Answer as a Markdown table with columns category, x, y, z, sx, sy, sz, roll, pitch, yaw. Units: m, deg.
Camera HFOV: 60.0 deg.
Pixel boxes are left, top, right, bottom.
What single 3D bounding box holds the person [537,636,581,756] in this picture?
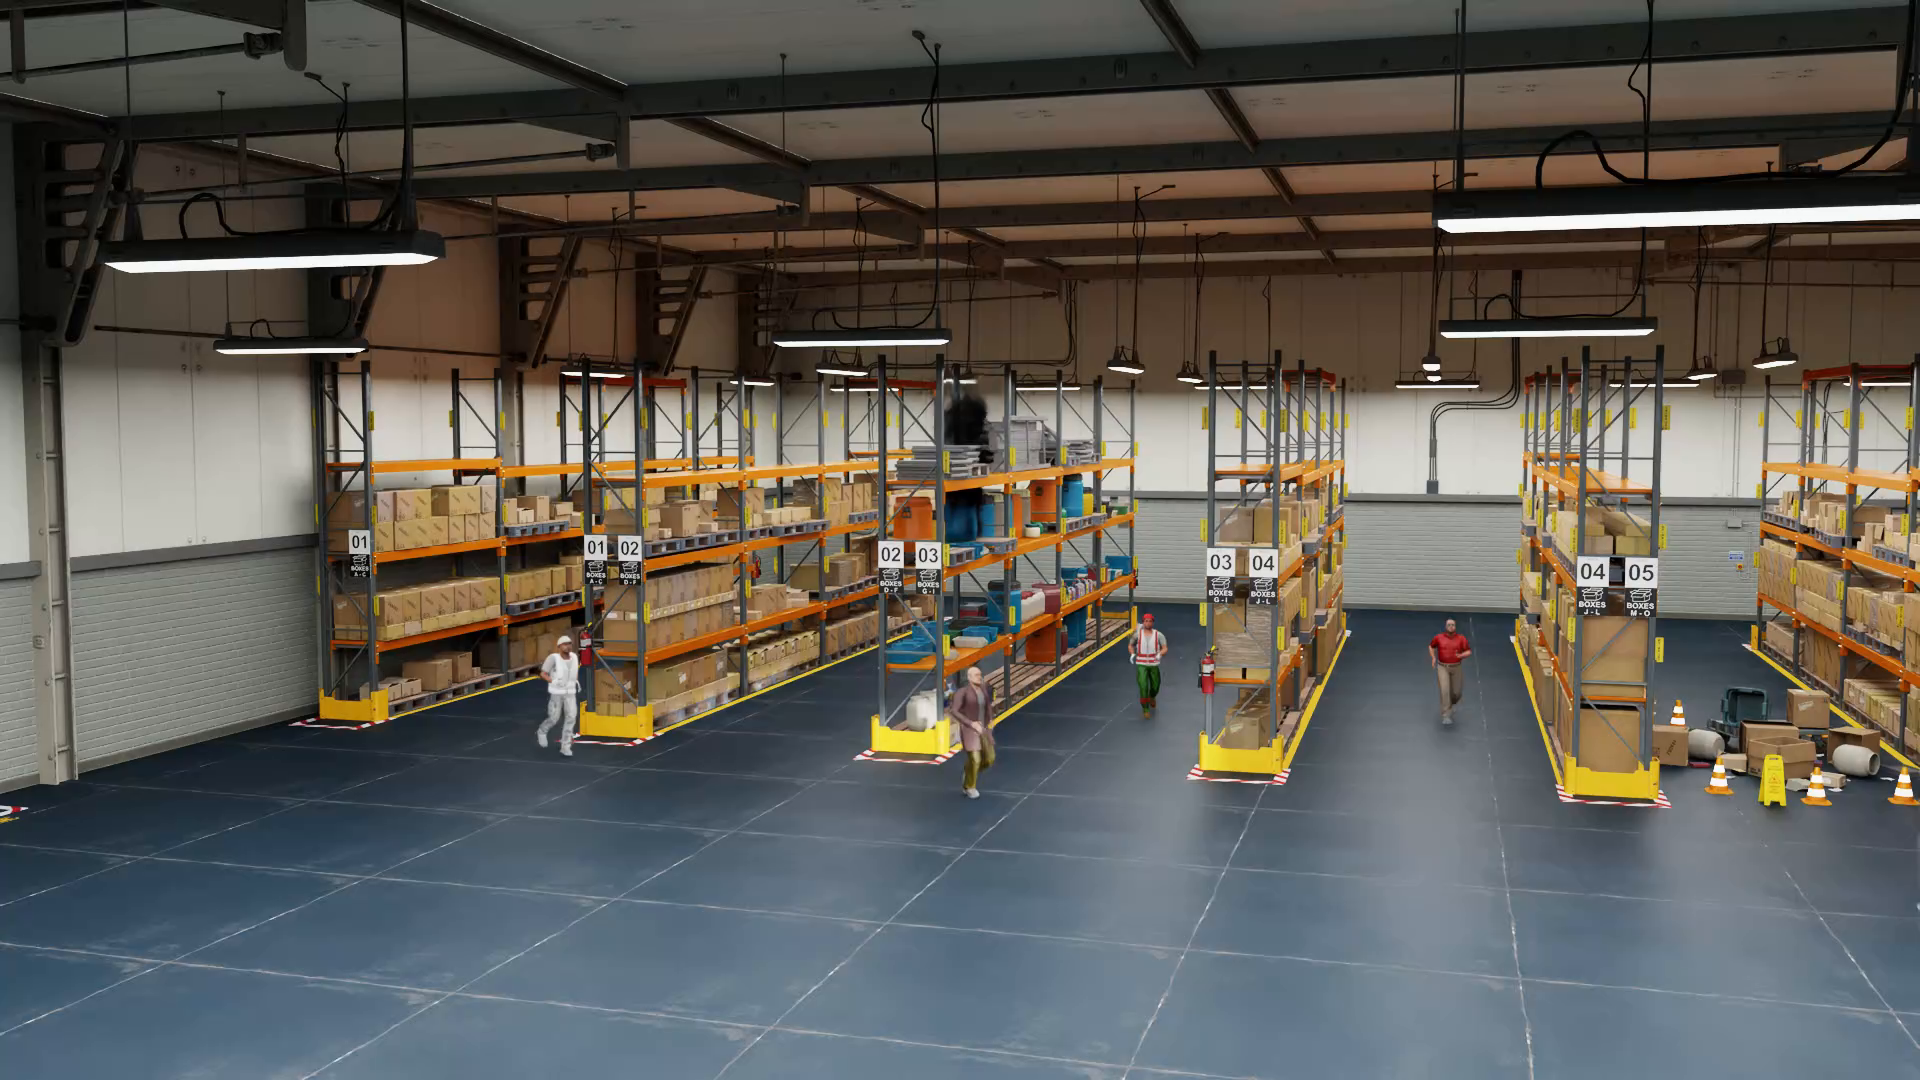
| category | x | y | z | sx | sy | sz | roll | pitch | yaw |
| --- | --- | --- | --- | --- | --- | --- | --- | --- | --- |
| person | -6.001 | 2.323 | 25.088 | 0.698 | 1.766 | 0.908 | -3 | 5 | -40 |

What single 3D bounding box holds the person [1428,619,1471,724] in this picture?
| category | x | y | z | sx | sy | sz | roll | pitch | yaw |
| --- | --- | --- | --- | --- | --- | --- | --- | --- | --- |
| person | 8.148 | 2.163 | 27.664 | 0.673 | 1.699 | 0.923 | 1 | 4 | 12 |

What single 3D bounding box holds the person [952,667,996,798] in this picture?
| category | x | y | z | sx | sy | sz | roll | pitch | yaw |
| --- | --- | --- | --- | --- | --- | --- | --- | --- | --- |
| person | 0.225 | 2.555 | 22.158 | 0.748 | 1.736 | 0.593 | -3 | 5 | -40 |

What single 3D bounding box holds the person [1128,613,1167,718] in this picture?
| category | x | y | z | sx | sy | sz | roll | pitch | yaw |
| --- | --- | --- | --- | --- | --- | --- | --- | --- | --- |
| person | 3.179 | 2.116 | 28.206 | 0.661 | 1.746 | 0.767 | 0 | 4 | 5 |
